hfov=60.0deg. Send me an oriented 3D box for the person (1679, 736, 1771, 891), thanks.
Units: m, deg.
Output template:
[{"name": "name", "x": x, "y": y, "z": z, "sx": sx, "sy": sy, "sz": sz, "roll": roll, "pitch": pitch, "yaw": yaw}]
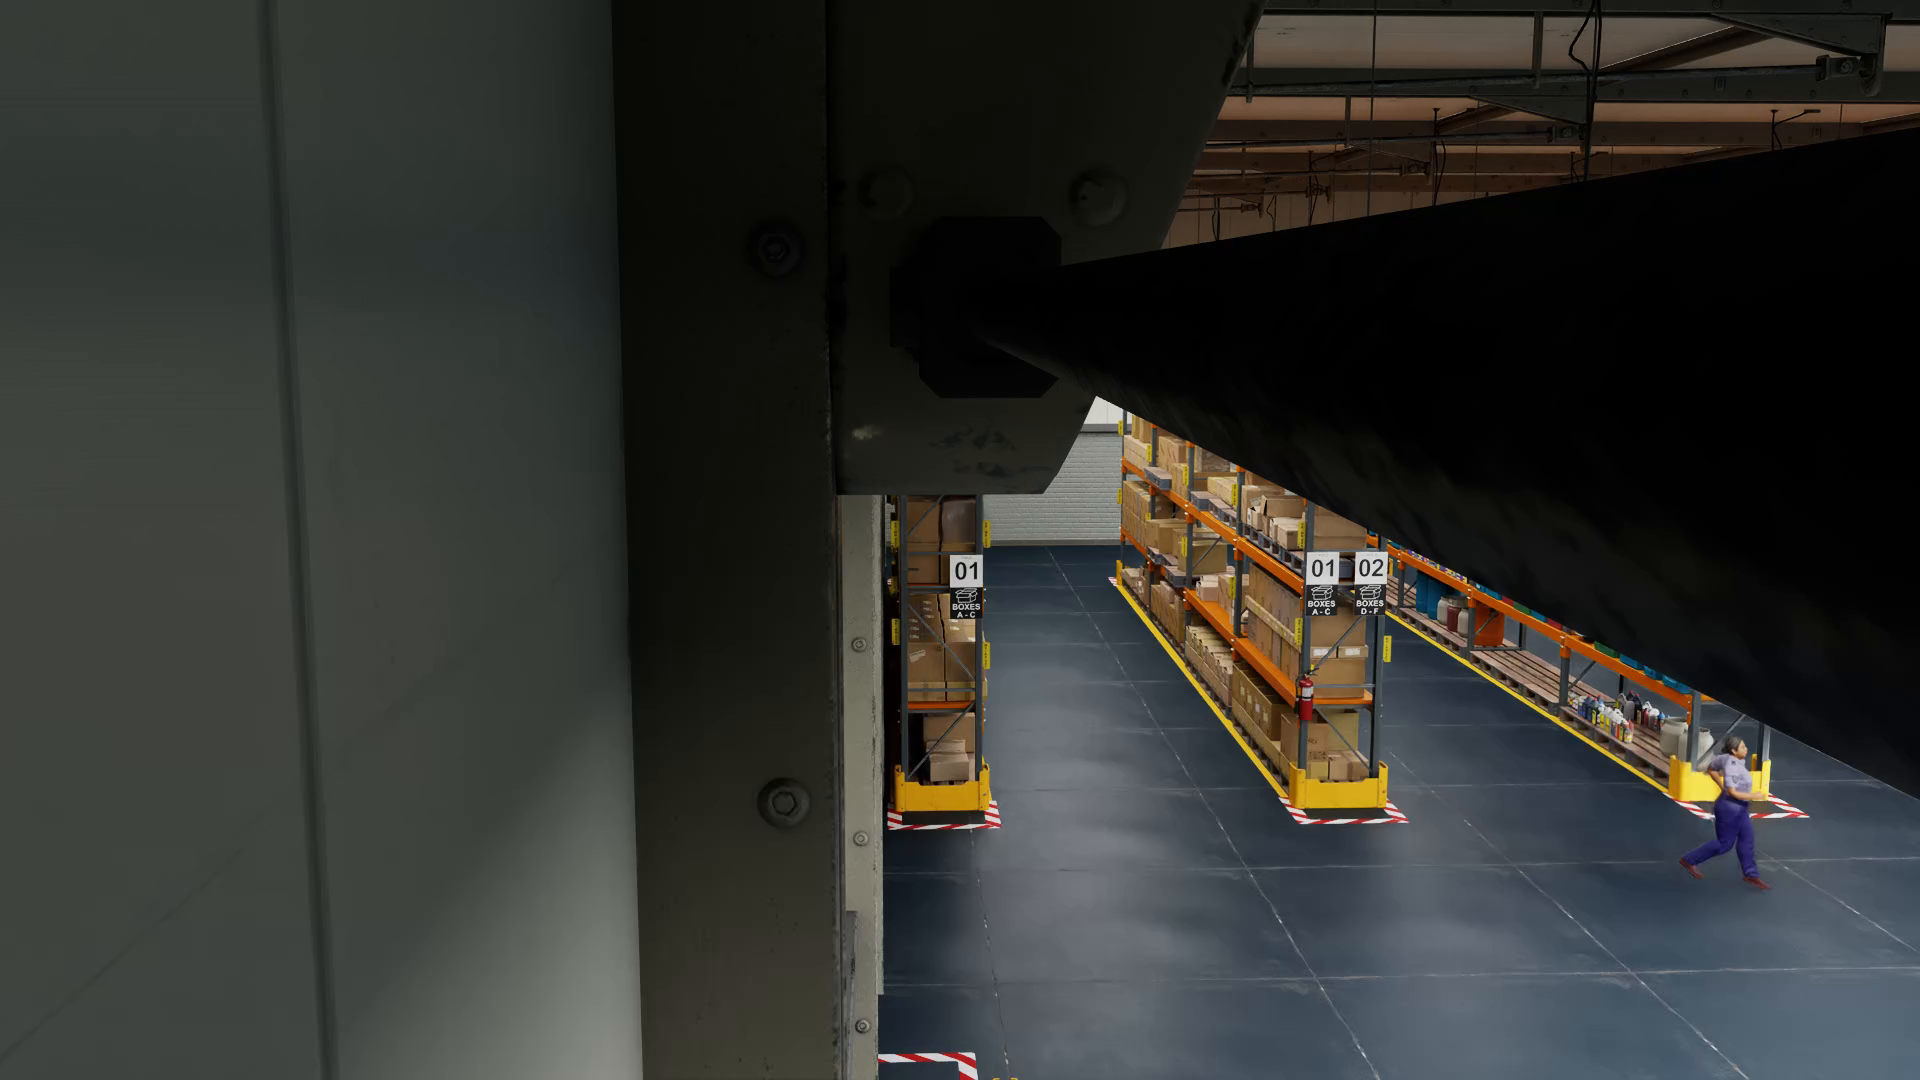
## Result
[{"name": "person", "x": 8.234, "y": 2.919, "z": 17.801, "sx": 0.925, "sy": 1.656, "sz": 0.616, "roll": 4, "pitch": 9, "yaw": 23}]
